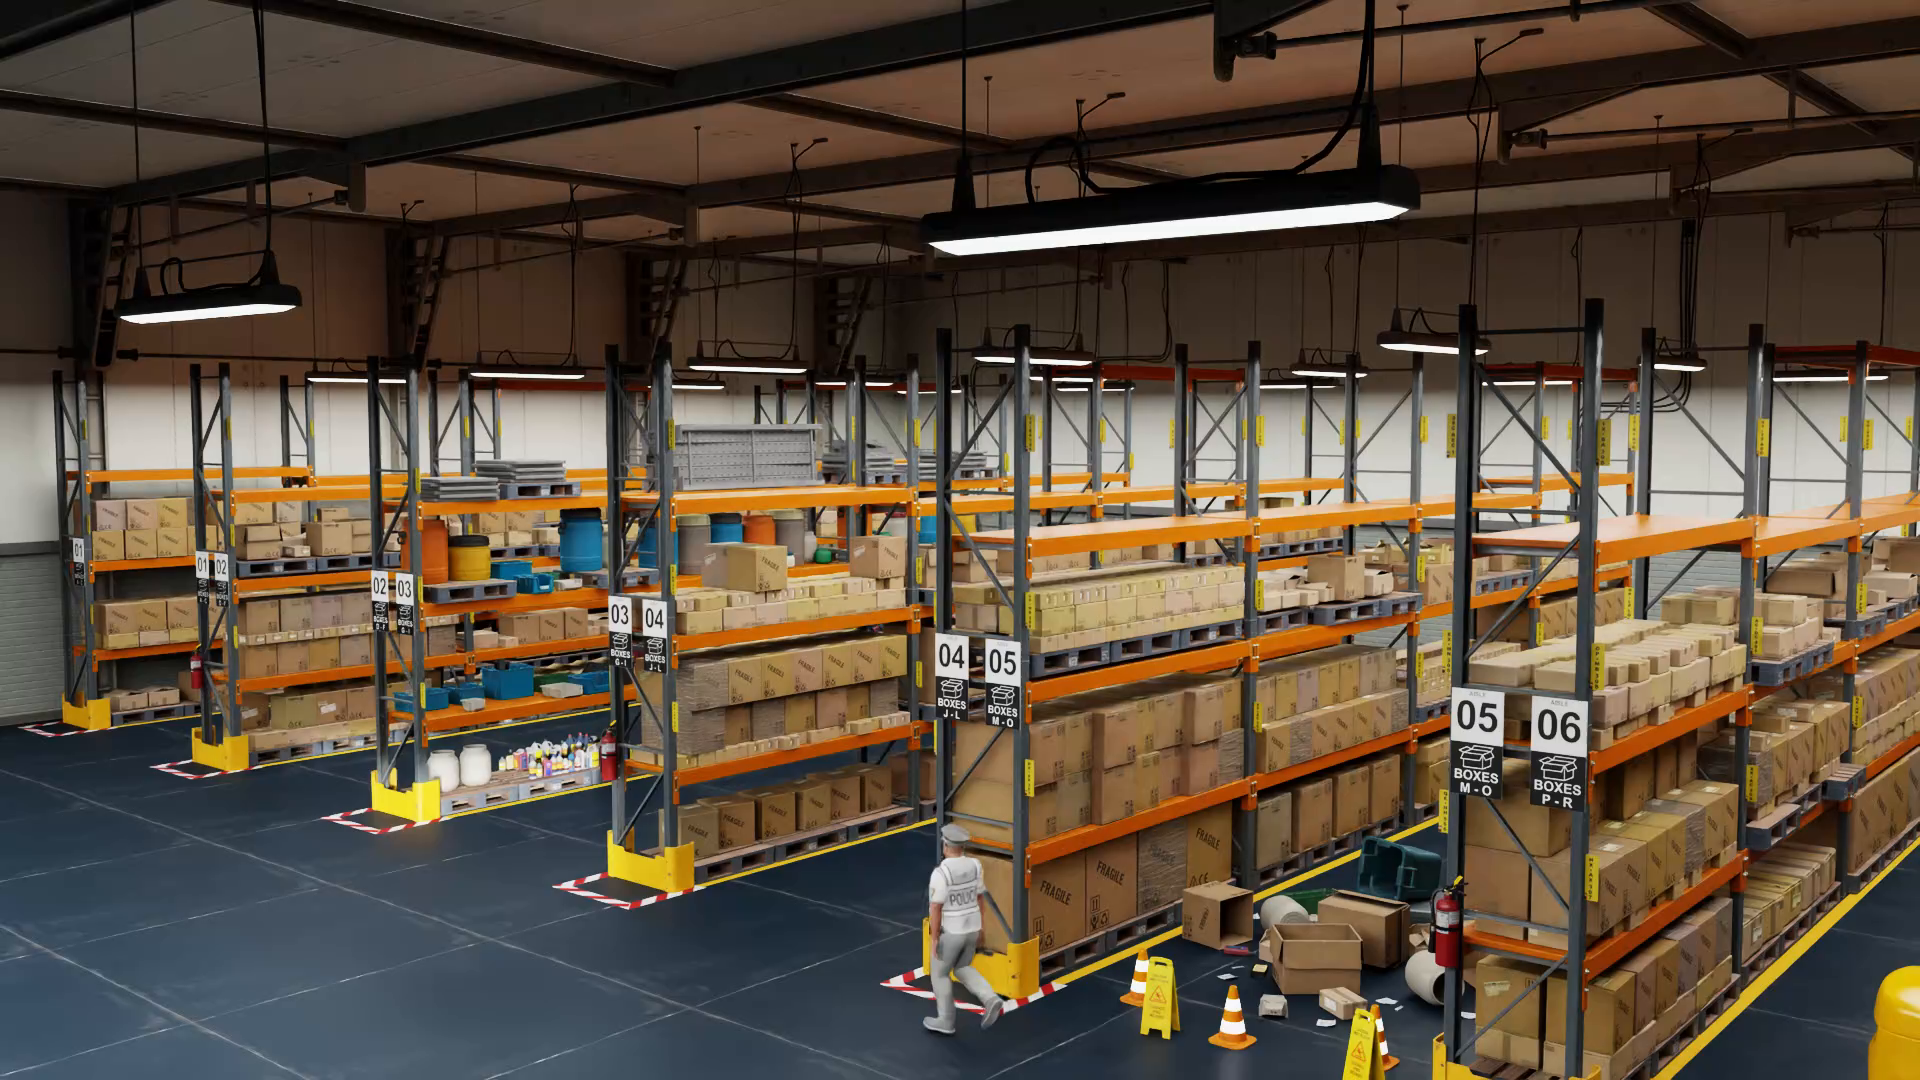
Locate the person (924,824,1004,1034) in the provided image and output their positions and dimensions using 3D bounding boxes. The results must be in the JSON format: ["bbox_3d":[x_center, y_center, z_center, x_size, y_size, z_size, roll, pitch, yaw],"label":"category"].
[{"bbox_3d":[-0.005,3.262,13.911,0.688,1.750,0.542,3,5,39],"label":"person"}]

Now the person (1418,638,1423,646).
[{"bbox_3d":[7.320,2.410,26.724,0.529,1.662,0.496,4,6,45],"label":"person"}]
